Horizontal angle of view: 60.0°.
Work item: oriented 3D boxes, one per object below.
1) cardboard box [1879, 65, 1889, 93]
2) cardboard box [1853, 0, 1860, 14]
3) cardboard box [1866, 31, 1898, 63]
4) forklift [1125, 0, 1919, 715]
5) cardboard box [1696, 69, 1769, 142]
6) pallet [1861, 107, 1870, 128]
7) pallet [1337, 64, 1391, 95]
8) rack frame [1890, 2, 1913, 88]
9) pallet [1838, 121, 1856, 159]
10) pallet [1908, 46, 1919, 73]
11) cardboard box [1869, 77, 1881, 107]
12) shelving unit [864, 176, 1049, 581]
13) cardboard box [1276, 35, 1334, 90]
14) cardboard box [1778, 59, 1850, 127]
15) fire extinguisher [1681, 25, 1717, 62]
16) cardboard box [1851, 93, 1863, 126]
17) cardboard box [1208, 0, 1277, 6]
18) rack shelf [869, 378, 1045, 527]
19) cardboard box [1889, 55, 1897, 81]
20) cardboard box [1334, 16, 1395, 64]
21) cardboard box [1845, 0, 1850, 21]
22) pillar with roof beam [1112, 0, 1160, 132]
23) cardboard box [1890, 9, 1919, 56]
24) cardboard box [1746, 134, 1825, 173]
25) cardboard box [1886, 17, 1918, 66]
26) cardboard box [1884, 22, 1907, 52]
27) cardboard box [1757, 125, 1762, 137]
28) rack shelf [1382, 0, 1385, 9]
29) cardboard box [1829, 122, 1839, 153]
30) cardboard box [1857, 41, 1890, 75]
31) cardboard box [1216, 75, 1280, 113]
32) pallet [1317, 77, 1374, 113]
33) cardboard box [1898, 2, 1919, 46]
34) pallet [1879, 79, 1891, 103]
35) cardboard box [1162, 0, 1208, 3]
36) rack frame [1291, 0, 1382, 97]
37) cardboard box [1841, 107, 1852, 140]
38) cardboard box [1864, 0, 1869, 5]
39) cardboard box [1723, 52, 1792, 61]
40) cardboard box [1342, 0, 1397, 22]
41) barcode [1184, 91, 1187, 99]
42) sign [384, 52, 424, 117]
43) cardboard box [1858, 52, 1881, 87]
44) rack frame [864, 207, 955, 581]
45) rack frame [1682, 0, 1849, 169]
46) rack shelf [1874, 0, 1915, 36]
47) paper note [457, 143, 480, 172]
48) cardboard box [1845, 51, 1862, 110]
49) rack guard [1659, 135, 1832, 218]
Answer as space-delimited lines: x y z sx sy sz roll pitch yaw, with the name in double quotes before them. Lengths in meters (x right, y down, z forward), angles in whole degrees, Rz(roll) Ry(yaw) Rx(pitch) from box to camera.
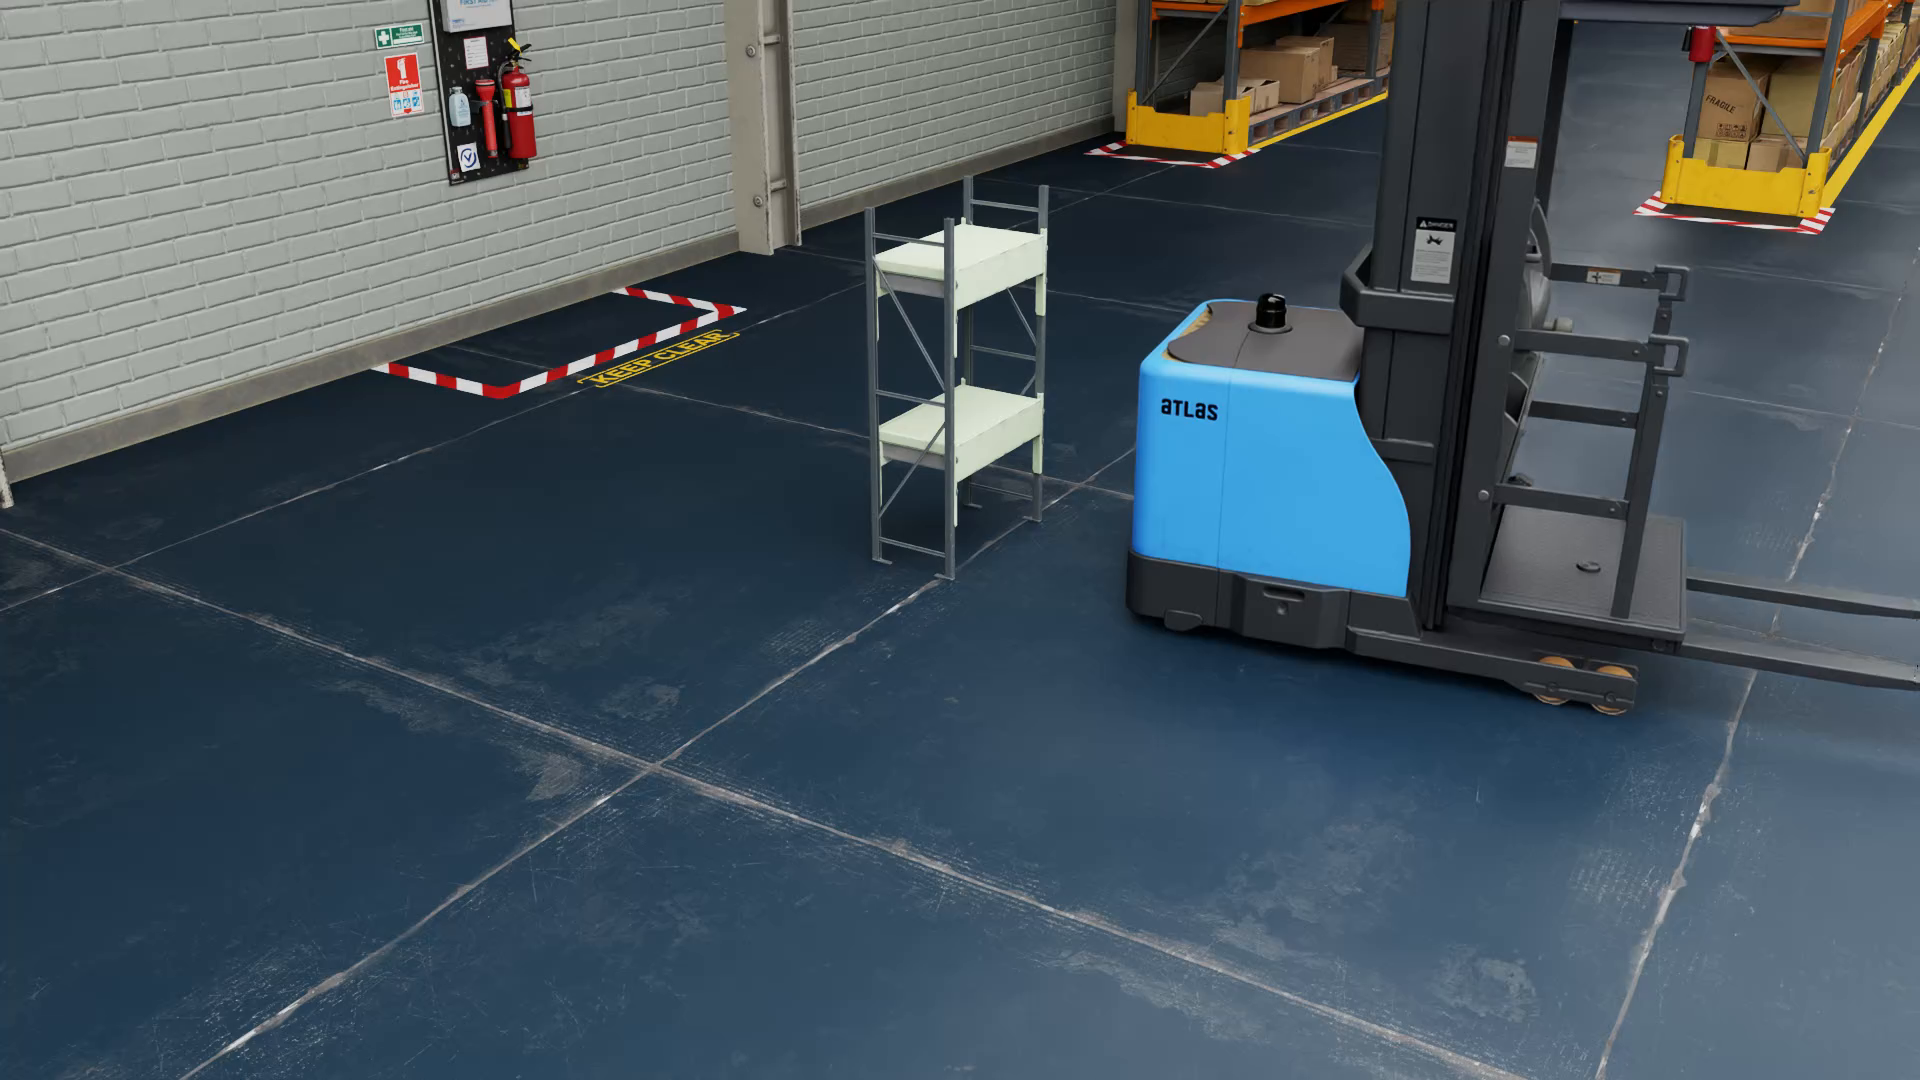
"cardboard box" 9.683 -4.984 17.919 0.500 0.250 0.500 14 27 30
"cardboard box" 7.680 -4.996 14.890 0.700 0.500 0.500 14 27 30
"cardboard box" 9.955 -5.413 18.204 0.500 0.311 0.500 14 27 29
"forklift" 2.215 -0.972 5.806 3.031 2.935 1.130 9 25 20
"cardboard box" 6.369 -3.618 13.820 0.500 0.500 0.500 14 27 29
"pallet" 8.805 -4.427 17.210 1.003 0.211 1.213 14 27 29
"pallet" 4.648 -5.470 19.619 1.003 0.211 1.213 14 27 29
"rack frame" 10.559 -6.800 19.181 1.000 3.000 0.127 14 27 29
"pallet" 7.994 -3.910 16.017 1.003 0.211 1.213 14 27 29
"pallet" 11.629 -6.174 21.246 1.003 0.211 1.213 14 27 29
"cardboard box" 9.143 -4.637 17.118 0.500 0.250 0.500 15 27 30
"shelving unit" -0.004 -0.686 6.947 0.431 1.500 0.755 14 27 29
"cardboard box" 3.725 -5.182 18.038 0.500 0.500 0.500 12 26 25
"cardboard box" 7.326 -3.849 14.355 0.500 0.500 0.500 14 27 29
"fire extinguisher" 5.882 -4.121 13.092 0.296 0.674 0.183 14 27 29
"cardboard box" 8.390 -4.178 16.058 0.500 0.250 0.500 14 27 29
"cardboard box" 2.656 -5.175 15.592 0.500 0.250 0.500 13 27 27
"rack shelf" -0.004 -0.387 7.076 0.431 0.370 0.720 14 27 29
"cardboard box" 10.220 -5.327 18.712 0.500 0.250 0.500 14 27 28
"cardboard box" 4.843 -5.978 19.876 0.700 0.500 0.500 13 27 28
"cardboard box" 7.136 -4.645 14.078 0.700 0.500 0.500 14 27 29
"pillar with roof beam" 5.420 -7.405 13.028 9.100 9.000 0.400 14 27 29
"cardboard box" 11.582 -6.294 20.606 0.500 0.500 0.500 13 27 28
"cardboard box" 6.811 -3.165 13.717 0.500 0.250 0.500 14 27 29
"cardboard box" 11.042 -5.948 19.807 0.500 0.500 0.500 15 28 31
"cardboard box" 10.492 -5.759 19.005 0.500 0.311 0.500 15 27 30
"cardboard box" 6.624 -3.445 14.364 0.500 0.250 0.500 14 27 29
"rack shelf" 5.294 -6.831 20.160 1.077 0.370 4.000 14 27 29
"cardboard box" 7.336 -3.503 14.498 0.500 0.250 0.500 14 27 29
"cardboard box" 9.419 -5.068 17.407 0.500 0.311 0.500 13 27 27
"cardboard box" 2.871 -4.511 16.726 0.500 0.311 0.500 16 28 33
"pallet" 3.914 -4.973 18.471 1.003 0.211 1.213 14 27 29
"cardboard box" 12.119 -6.644 21.413 0.500 0.500 0.500 14 27 30
"pallet" 10.092 -5.250 19.112 1.003 0.211 1.213 14 27 29
"cardboard box" 2.211 -5.275 15.823 0.500 0.250 0.500 14 27 30
"rack frame" 4.239 -6.486 18.458 1.000 3.000 0.127 14 27 29
"cardboard box" 7.867 -3.840 15.276 0.500 0.250 0.500 14 27 29
"cardboard box" 8.220 -5.344 15.694 0.700 0.500 0.500 13 27 28
"cardboard box" 7.149 -4.127 14.996 0.500 0.500 0.500 14 27 29
"cardboard box" 4.842 -6.287 19.645 0.500 0.250 0.500 13 27 28
"barcode" 2.240 -4.413 16.488 0.001 0.075 0.075 14 27 29
"sign" -3.117 -2.554 9.329 0.001 0.329 0.234 14 27 29
"cardboard box" 8.879 -4.725 16.616 0.500 0.311 0.500 14 27 29
"rack frame" -0.197 -0.562 6.661 0.400 1.500 0.023 14 27 29
"rack frame" 6.339 -4.099 12.944 1.000 3.000 0.127 14 27 29
"rack shelf" 9.504 -5.794 17.765 1.077 0.370 4.000 14 27 29
"paper note" -2.890 -2.253 9.788 0.016 0.148 0.142 14 27 29
"cardboard box" 7.856 -4.186 15.133 0.500 0.500 0.500 14 27 29
"rack guard" 6.326 -2.944 13.422 1.175 0.500 0.348 14 27 29
